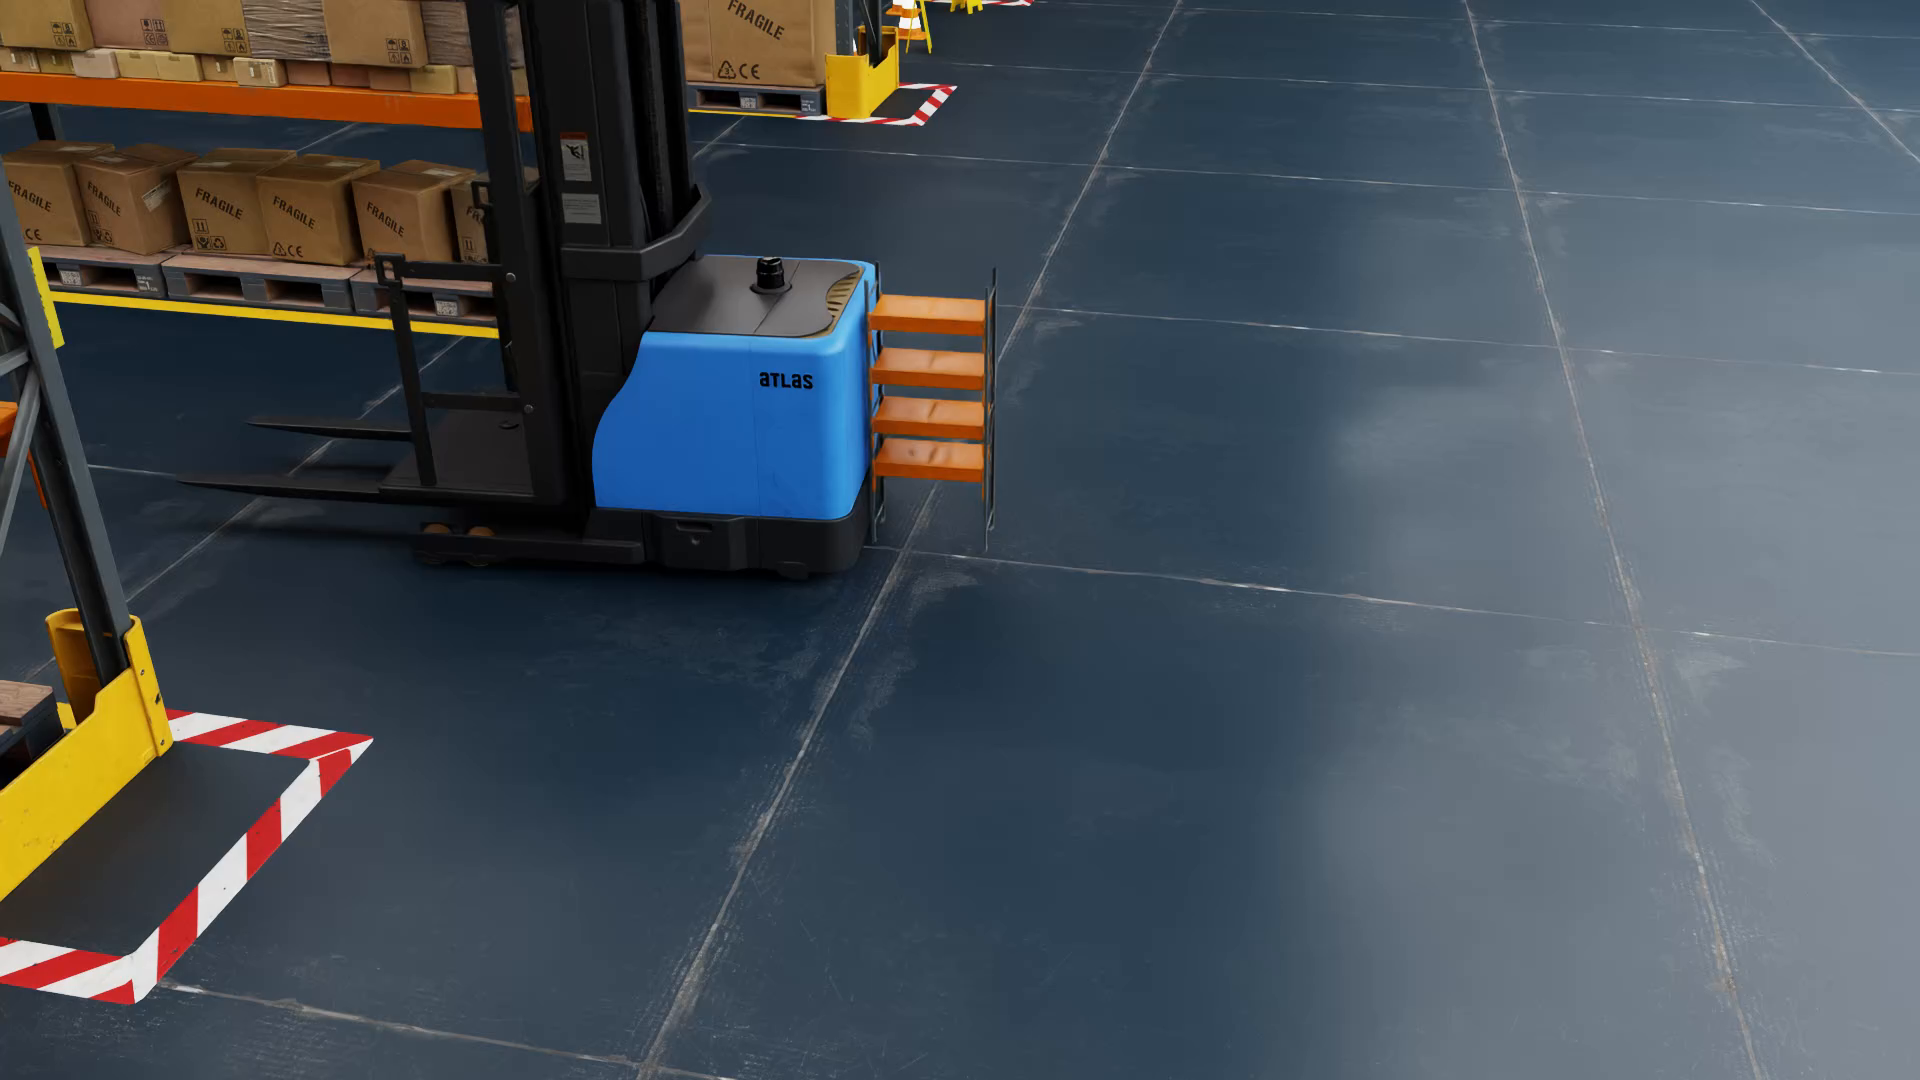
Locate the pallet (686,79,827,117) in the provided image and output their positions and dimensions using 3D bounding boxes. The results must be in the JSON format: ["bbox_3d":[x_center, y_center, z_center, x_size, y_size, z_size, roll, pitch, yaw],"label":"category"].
[{"bbox_3d":[-1.628,-3.833,14.032,1.213,0.211,1.003,6,29,11],"label":"pallet"}]

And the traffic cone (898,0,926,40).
[{"bbox_3d":[-0.484,-5.117,16.115,0.334,0.463,0.336,6,29,11],"label":"traffic cone"}]

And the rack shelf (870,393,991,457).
[{"bbox_3d":[-0.117,-0.488,7.032,0.480,0.148,0.258,4,29,8],"label":"rack shelf"}]

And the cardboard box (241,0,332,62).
[{"bbox_3d":[-3.491,-3.001,9.193,0.500,0.500,0.875,6,29,11],"label":"cardboard box"}]

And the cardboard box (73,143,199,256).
[{"bbox_3d":[-4.932,-2.070,10.073,0.500,0.500,0.500,16,32,26],"label":"cardboard box"}]

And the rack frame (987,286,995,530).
[{"bbox_3d":[0.124,-0.529,6.967,0.006,1.046,0.228,4,29,8],"label":"rack frame"}]

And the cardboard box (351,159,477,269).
[{"bbox_3d":[-3.163,-1.896,9.755,0.500,0.500,0.500,14,32,24],"label":"cardboard box"}]

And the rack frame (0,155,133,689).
[{"bbox_3d":[-2.999,-0.368,4.798,0.127,3.000,1.000,6,29,11],"label":"rack frame"}]

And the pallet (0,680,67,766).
[{"bbox_3d":[-3.876,0.786,5.595,1.213,0.211,1.003,6,29,11],"label":"pallet"}]

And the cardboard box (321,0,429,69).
[{"bbox_3d":[-3.011,-2.930,9.065,0.500,0.500,0.875,6,29,11],"label":"cardboard box"}]

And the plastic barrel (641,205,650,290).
[{"bbox_3d":[-6.697,-0.794,6.728,10.504,1.474,2.800,6,29,11],"label":"plastic barrel"}]

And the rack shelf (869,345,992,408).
[{"bbox_3d":[-0.117,-0.684,6.924,0.480,0.148,0.258,4,29,8],"label":"rack shelf"}]

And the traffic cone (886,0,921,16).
[{"bbox_3d":[-0.585,-5.673,17.129,0.334,0.463,0.336,6,29,11],"label":"traffic cone"}]

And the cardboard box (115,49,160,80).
[{"bbox_3d":[-4.501,-2.708,9.335,0.250,0.149,0.380,6,29,11],"label":"cardboard box"}]

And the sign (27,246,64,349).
[{"bbox_3d":[-2.880,-0.747,5.203,0.005,0.325,0.100,6,29,11],"label":"sign"}]

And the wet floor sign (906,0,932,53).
[{"bbox_3d":[-0.388,-4.907,15.542,0.232,0.644,0.267,1,29,2],"label":"wet floor sign"}]

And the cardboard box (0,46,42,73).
[{"bbox_3d":[-5.237,-2.779,9.464,0.250,0.149,0.380,6,29,11],"label":"cardboard box"}]

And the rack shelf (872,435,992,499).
[{"bbox_3d":[-0.117,-0.314,7.127,0.480,0.148,0.258,4,29,8],"label":"rack shelf"}]

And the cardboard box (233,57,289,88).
[{"bbox_3d":[-3.775,-2.617,9.167,0.250,0.149,0.380,6,29,11],"label":"cardboard box"}]

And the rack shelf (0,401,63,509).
[{"bbox_3d":[-4.955,-0.253,5.338,4.000,0.370,1.077,6,29,11],"label":"rack shelf"}]

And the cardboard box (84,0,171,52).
[{"bbox_3d":[-4.457,-3.126,9.422,0.500,0.500,0.875,6,29,11],"label":"cardboard box"}]

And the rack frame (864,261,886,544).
[{"bbox_3d":[-0.358,-0.565,7.033,0.015,1.200,0.240,4,29,8],"label":"rack frame"}]

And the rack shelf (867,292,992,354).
[{"bbox_3d":[-0.117,-0.892,6.811,0.480,0.148,0.258,4,29,8],"label":"rack shelf"}]

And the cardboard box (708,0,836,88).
[{"bbox_3d":[-1.507,-4.302,13.760,0.875,0.875,0.875,6,29,11],"label":"cardboard box"}]

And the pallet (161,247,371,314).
[{"bbox_3d":[-4.015,-1.700,10.135,1.213,0.211,1.003,6,29,11],"label":"pallet"}]

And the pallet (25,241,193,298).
[{"bbox_3d":[-5.212,-1.821,10.357,1.213,0.211,1.003,6,29,11],"label":"pallet"}]

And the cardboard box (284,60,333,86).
[{"bbox_3d":[-3.512,-2.633,9.198,0.250,0.149,0.380,6,29,11],"label":"cardboard box"}]

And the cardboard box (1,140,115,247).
[{"bbox_3d":[-5.493,-2.124,10.172,0.500,0.500,0.500,5,29,9],"label":"cardboard box"}]

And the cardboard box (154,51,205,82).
[{"bbox_3d":[-4.259,-2.678,9.279,0.250,0.149,0.380,6,29,11],"label":"cardboard box"}]

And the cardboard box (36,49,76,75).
[{"bbox_3d":[-4.990,-2.758,9.426,0.250,0.149,0.380,6,29,11],"label":"cardboard box"}]

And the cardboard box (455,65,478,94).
[{"bbox_3d":[-2.531,-2.541,9.029,0.250,0.149,0.380,6,29,11],"label":"cardboard box"}]

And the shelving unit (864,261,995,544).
[{"bbox_3d":[-0.119,-0.547,7.000,0.499,1.200,0.258,4,29,8],"label":"shelving unit"}]

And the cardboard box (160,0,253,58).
[{"bbox_3d":[-3.977,-3.056,9.295,0.500,0.500,0.875,6,29,11],"label":"cardboard box"}]

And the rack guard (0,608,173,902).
[{"bbox_3d":[-3.083,0.743,5.372,0.348,0.500,1.175,6,29,11],"label":"rack guard"}]

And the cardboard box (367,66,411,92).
[{"bbox_3d":[-3.027,-2.574,9.090,0.250,0.149,0.380,6,29,11],"label":"cardboard box"}]

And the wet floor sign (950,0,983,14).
[{"bbox_3d":[0.067,-5.794,17.161,0.232,0.644,0.267,17,33,28],"label":"wet floor sign"}]

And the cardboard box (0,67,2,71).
[{"bbox_3d":[-5.487,-2.791,9.486,0.250,0.149,0.380,6,29,11],"label":"cardboard box"}]

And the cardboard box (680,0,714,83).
[{"bbox_3d":[-2.368,-4.390,13.920,0.875,0.875,0.875,5,29,10],"label":"cardboard box"}]

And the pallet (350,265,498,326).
[{"bbox_3d":[-2.826,-1.577,9.910,1.213,0.211,1.003,6,29,11],"label":"pallet"}]

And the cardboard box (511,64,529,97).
[{"bbox_3d":[-2.286,-2.515,8.983,0.250,0.149,0.380,6,29,11],"label":"cardboard box"}]

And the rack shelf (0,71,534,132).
[{"bbox_3d":[-3.920,-2.579,9.586,4.000,0.370,1.077,6,29,11],"label":"rack shelf"}]

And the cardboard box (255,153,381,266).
[{"bbox_3d":[-3.772,-1.968,9.886,0.500,0.500,0.500,9,30,15],"label":"cardboard box"}]

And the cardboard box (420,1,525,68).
[{"bbox_3d":[-2.497,-2.936,9.076,0.500,0.500,0.875,6,29,11],"label":"cardboard box"}]

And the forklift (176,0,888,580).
[{"bbox_3d":[-2.691,-5.790,14.773,6.886,2.935,18.991,3,29,6],"label":"forklift"}]

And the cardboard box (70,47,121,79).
[{"bbox_3d":[-4.754,-2.714,9.345,0.250,0.149,0.380,6,29,11],"label":"cardboard box"}]

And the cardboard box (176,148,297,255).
[{"bbox_3d":[-4.308,-2.045,10.027,0.500,0.500,0.500,3,29,6],"label":"cardboard box"}]

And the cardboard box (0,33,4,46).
[{"bbox_3d":[-5.449,-3.195,9.549,0.500,0.500,0.875,6,29,11],"label":"cardboard box"}]

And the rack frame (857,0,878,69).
[{"bbox_3d":[-0.831,-5.012,13.281,0.053,2.616,0.949,6,29,11],"label":"rack frame"}]

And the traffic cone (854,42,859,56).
[{"bbox_3d":[-1.053,-4.621,15.208,0.334,0.463,0.336,6,29,11],"label":"traffic cone"}]

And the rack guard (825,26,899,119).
[{"bbox_3d":[-0.806,-3.914,13.879,0.348,0.500,1.175,6,29,11],"label":"rack guard"}]
